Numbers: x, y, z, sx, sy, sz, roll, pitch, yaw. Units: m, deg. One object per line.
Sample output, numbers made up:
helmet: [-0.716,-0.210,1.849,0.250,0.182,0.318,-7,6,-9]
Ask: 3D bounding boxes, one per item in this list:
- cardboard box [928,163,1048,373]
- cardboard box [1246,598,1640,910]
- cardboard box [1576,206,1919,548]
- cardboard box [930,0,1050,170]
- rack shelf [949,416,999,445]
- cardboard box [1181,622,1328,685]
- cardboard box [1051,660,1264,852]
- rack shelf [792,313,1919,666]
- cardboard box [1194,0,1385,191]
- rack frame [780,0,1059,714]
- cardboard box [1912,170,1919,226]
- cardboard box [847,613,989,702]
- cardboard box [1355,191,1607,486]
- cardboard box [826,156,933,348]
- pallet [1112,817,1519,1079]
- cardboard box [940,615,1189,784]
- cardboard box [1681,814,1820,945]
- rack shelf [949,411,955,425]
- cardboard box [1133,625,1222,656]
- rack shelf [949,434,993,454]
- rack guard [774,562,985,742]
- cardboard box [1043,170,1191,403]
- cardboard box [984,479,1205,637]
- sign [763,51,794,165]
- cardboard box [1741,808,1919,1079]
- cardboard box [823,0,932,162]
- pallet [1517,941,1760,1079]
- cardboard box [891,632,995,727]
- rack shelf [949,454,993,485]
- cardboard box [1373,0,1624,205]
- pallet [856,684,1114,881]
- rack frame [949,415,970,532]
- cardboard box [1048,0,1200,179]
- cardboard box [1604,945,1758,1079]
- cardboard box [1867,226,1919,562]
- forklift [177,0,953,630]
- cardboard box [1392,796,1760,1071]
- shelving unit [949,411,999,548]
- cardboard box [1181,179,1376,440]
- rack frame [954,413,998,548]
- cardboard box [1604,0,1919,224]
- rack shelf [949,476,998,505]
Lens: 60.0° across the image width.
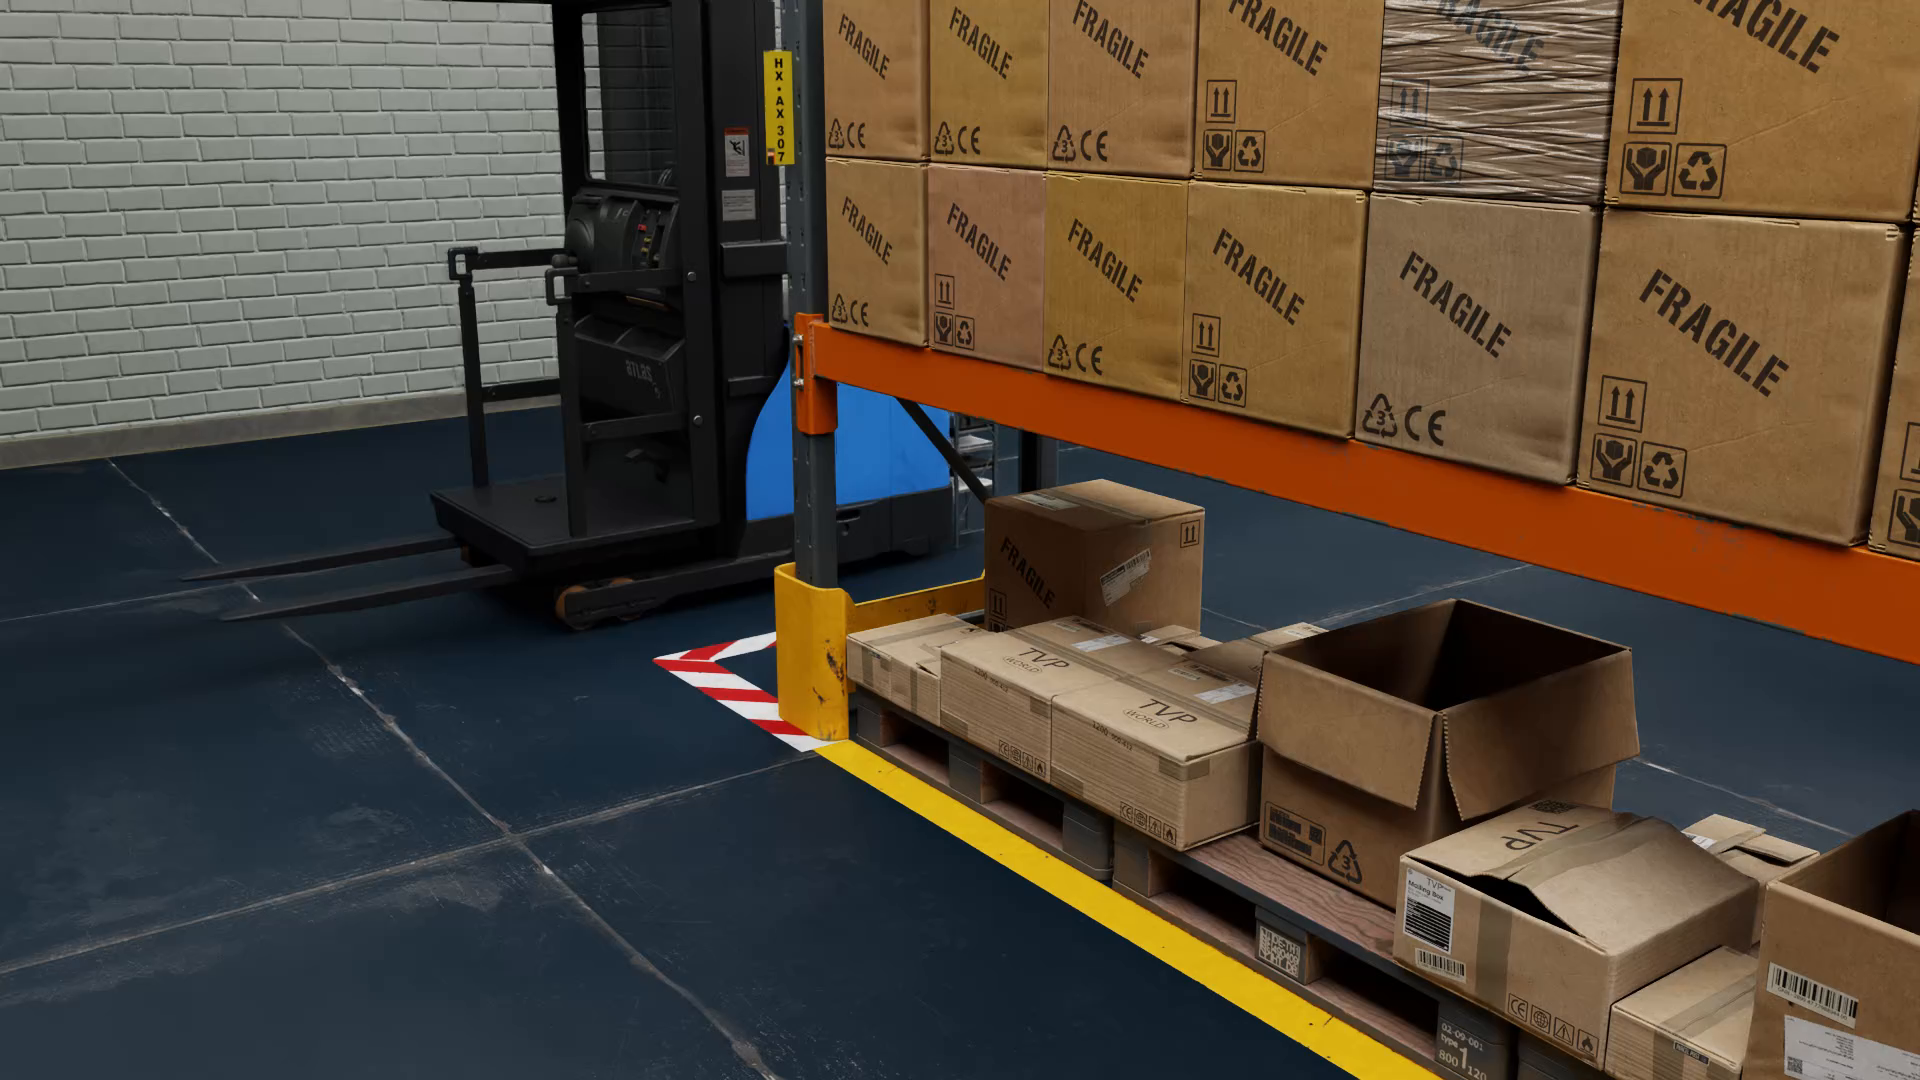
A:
cardboard box: [0.261,-0.750,4.445,0.500,0.500,0.500,-11,19,-35]
cardboard box: [1.149,0.499,3.967,0.797,0.503,0.637,-11,19,-35]
cardboard box: [1.452,-0.318,2.865,0.500,0.500,0.500,-10,18,-33]
cardboard box: [0.267,-1.231,4.309,0.500,0.500,0.500,-11,19,-34]
rack shelf: [0.010,-0.494,7.461,0.258,0.077,0.200,-12,19,-36]
cardboard box: [0.959,0.453,4.616,0.500,0.250,0.500,-11,19,-35]
cardboard box: [0.584,0.541,4.293,0.500,0.250,0.500,-11,19,-35]
rack shelf: [1.082,-0.173,3.888,1.077,0.370,4.000,-11,19,-35]
cardboard box: [0.856,-1.015,3.520,0.500,0.500,0.500,-11,19,-35]
rack frame: [-0.094,-0.947,5.353,1.000,3.000,0.127,-11,19,-35]
cardboard box: [1.751,-0.691,2.335,0.500,0.500,0.500,-11,19,-34]
cardboard box: [-0.126,0.359,5.150,0.380,0.149,0.250,-11,19,-35]
cardboard box: [1.148,-0.427,3.265,0.500,0.500,0.500,-10,18,-33]
cardboard box: [-0.047,-0.859,4.845,0.500,0.500,0.500,-10,18,-33]
pallet: [1.133,0.845,4.090,1.003,0.211,1.213,-11,19,-35]
cardboard box: [0.290,0.434,4.683,0.500,0.250,0.500,-11,19,-35]
cardboard box: [1.669,0.755,3.668,0.380,0.166,0.250,-11,19,-35]
rack shelf: [0.010,-0.581,7.437,0.258,0.077,0.200,-12,19,-36]
cardboard box: [0.590,0.386,5.018,0.380,0.166,0.250,-11,19,-35]
rack shelf: [0.010,-0.407,7.484,0.258,0.077,0.200,-12,19,-36]
rack guard: [-0.050,0.275,5.624,1.175,0.500,0.348,-11,19,-35]
cardboard box: [0.554,-0.642,4.052,0.500,0.500,0.500,-11,19,-35]
cardboard box: [0.425,0.125,5.341,0.500,0.500,0.500,-11,19,-35]
sign: [-0.533,-1.280,4.931,0.100,0.325,0.005,-11,19,-35]
cardboard box: [1.693,0.823,2.788,0.500,0.500,0.500,-11,19,-35]
cardboard box: [-0.047,-1.342,4.713,0.500,0.500,0.500,-10,18,-33]
pallet: [1.855,1.106,3.137,1.003,0.211,1.213,-11,19,-35]
cardboard box: [0.021,0.404,4.953,0.380,0.166,0.250,-11,19,-35]
rack shelf: [0.010,-0.320,7.508,0.258,0.077,0.200,-12,19,-36]
cardboard box: [1.151,-0.908,3.127,0.500,0.500,0.500,-11,19,-34]
pallet: [0.420,0.585,5.041,1.003,0.211,1.213,-11,19,-35]
rack frame: [-0.052,-0.460,7.553,0.240,0.900,0.006,-12,19,-36]
cardboard box: [0.557,-1.124,3.916,0.500,0.500,0.500,-11,19,-34]
cardboard box: [1.424,0.922,3.093,0.380,0.149,0.250,-11,19,-35]
cardboard box: [1.756,-0.208,2.464,0.500,0.500,0.500,-10,18,-34]
forklift: [-1.519,-1.228,6.512,3.031,2.935,1.130,-11,19,-35]
cardboard box: [1.252,0.754,3.398,0.500,0.311,0.500,-11,19,-35]
shelving unit: [0.010,-0.439,7.476,0.258,0.900,0.210,-12,19,-36]
cardboard box: [0.846,-0.535,3.661,0.500,0.500,0.500,-11,19,-34]
rack frame: [0.073,-0.418,7.398,0.240,0.900,0.006,-12,19,-36]
cardboard box: [1.447,-0.800,2.733,0.500,0.500,0.500,-11,19,-36]
rack shelf: [0.010,-0.233,7.532,0.258,0.077,0.200,-12,19,-36]
